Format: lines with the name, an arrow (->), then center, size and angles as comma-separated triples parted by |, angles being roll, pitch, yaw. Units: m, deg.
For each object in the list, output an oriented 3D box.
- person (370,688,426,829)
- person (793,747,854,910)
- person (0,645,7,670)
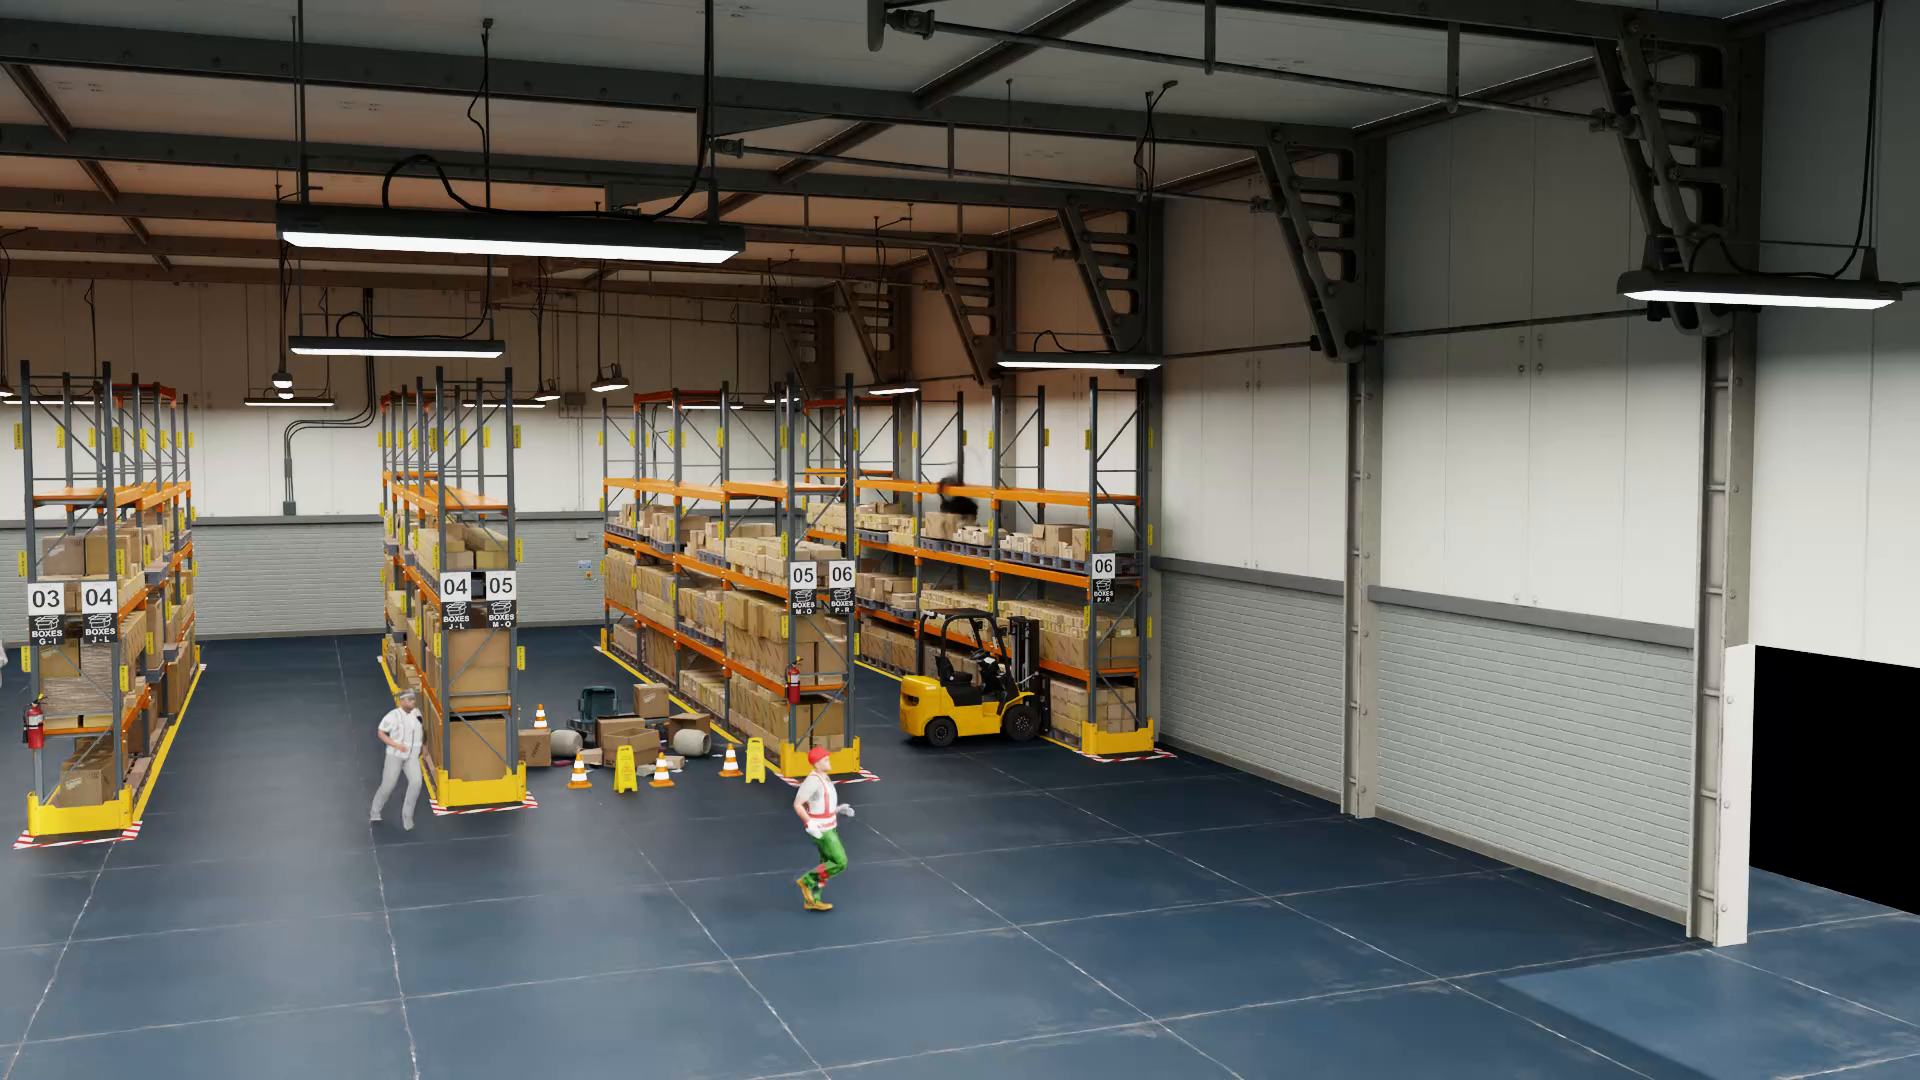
person -> -7.265, 2.838, 21.701 | 0.768, 1.815, 0.740 | 3, 5, 44
person -> -1.423, 3.064, 17.641 | 0.581, 1.740, 0.652 | 1, 3, 9
person -> -16.822, 2.405, 28.666 | 0.710, 1.780, 0.969 | -2, 4, -30
